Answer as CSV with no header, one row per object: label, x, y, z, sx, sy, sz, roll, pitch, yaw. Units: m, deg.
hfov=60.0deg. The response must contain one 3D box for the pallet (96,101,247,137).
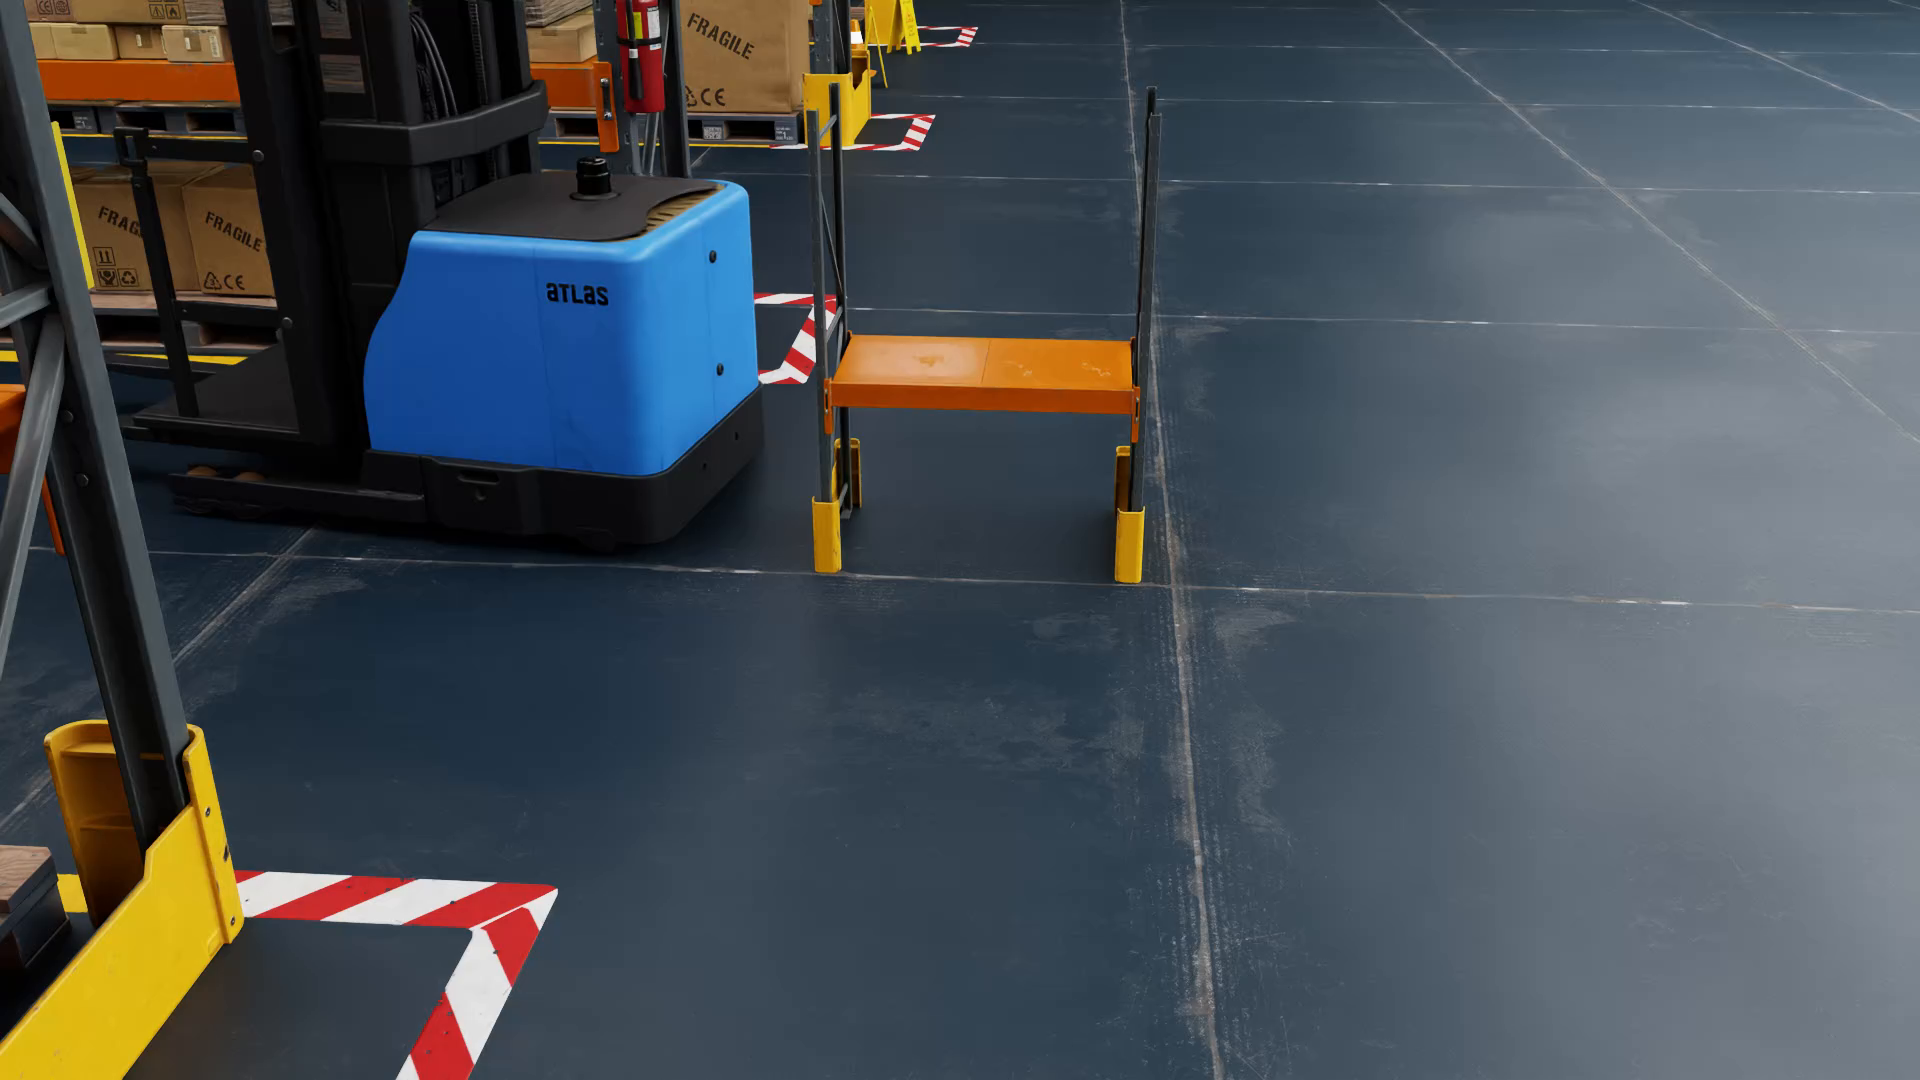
pallet,-5.685,-3.262,12.587,1.213,0.211,1.003,2,25,4

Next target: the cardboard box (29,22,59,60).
cardboard box,-3.951,-2.196,7.234,0.250,0.149,0.380,2,25,4

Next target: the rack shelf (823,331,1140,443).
rack shelf,0.085,-0.515,5.506,1.000,0.185,0.538,2,25,4

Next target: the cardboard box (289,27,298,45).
cardboard box,-2.699,-2.187,7.215,0.250,0.149,0.380,2,25,4

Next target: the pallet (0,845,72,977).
pallet,-2.670,0.976,3.376,1.213,0.211,1.003,2,25,4

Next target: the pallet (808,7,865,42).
pallet,-1.526,-5.250,16.908,1.213,0.211,1.003,2,25,4

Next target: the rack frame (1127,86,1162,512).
rack frame,0.592,-0.662,5.395,0.032,1.500,0.500,2,25,4

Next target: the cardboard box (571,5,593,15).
cardboard box,-1.668,-2.338,7.543,0.250,0.149,0.380,2,25,4

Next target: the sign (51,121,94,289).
sign,-1.735,-0.634,3.209,0.005,0.325,0.100,2,25,4

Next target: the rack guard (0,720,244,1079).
rack guard,-1.861,0.873,3.254,0.348,0.500,1.175,2,25,4

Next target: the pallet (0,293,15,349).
pallet,-4.718,-1.198,8.101,1.213,0.211,1.003,2,25,4

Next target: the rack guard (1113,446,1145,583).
rack guard,0.573,-0.095,5.658,0.087,0.250,0.587,2,25,4

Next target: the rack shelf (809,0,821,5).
rack shelf,-2.916,-4.145,12.030,4.000,0.370,1.077,2,25,4

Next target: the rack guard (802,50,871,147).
rack guard,-0.898,-3.271,12.261,0.348,0.500,1.175,2,25,4

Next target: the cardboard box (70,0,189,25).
cardboard box,-3.449,-2.574,7.280,0.500,0.500,0.875,2,25,4

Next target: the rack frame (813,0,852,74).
rack frame,-0.922,-4.408,11.741,0.127,3.000,1.000,2,25,4

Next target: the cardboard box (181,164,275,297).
cardboard box,-3.245,-1.459,7.820,0.500,0.500,0.500,4,25,9

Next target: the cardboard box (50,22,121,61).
cardboard box,-3.702,-2.183,7.206,0.250,0.149,0.380,2,25,4

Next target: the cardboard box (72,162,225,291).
cardboard box,-3.798,-1.495,7.899,0.500,0.500,0.500,0,25,-1

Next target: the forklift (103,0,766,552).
forklift,-2.320,-1.610,5.743,3.031,2.935,1.130,6,25,13

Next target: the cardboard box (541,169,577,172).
cardboard box,-2.023,-1.426,7.748,0.500,0.500,0.500,6,25,14

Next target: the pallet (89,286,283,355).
pallet,-3.498,-1.160,8.019,1.213,0.211,1.003,2,25,4

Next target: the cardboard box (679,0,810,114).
cardboard box,-1.603,-3.627,12.084,0.875,0.875,0.875,2,25,4

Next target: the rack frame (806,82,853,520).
rack frame,-0.422,-0.695,5.466,0.032,1.500,0.500,2,25,4

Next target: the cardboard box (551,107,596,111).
cardboard box,-2.480,-3.655,12.144,0.875,0.875,0.875,1,25,3

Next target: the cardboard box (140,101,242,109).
cardboard box,-5.536,-3.687,12.363,0.750,0.750,1.050,2,25,4

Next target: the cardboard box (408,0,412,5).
cardboard box,-2.456,-2.519,7.161,0.500,0.500,0.875,2,25,4

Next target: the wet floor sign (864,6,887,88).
wet floor sign,-0.741,-4.162,14.024,0.232,0.644,0.267,-2,25,-5

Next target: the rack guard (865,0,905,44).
rack guard,-0.719,-5.341,16.759,0.348,0.500,1.175,2,25,4

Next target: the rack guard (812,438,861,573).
rack guard,-0.421,-0.127,5.727,0.087,0.250,0.587,2,25,4

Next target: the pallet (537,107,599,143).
pallet,-2.938,-3.174,12.395,1.213,0.211,1.003,2,25,4

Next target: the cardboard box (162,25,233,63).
cardboard box,-3.206,-2.157,7.149,0.250,0.149,0.380,2,25,4

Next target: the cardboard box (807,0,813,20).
cardboard box,-1.494,-5.330,16.532,0.500,0.250,0.500,2,25,4

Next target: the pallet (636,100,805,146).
pallet,-1.725,-3.134,12.308,1.213,0.211,1.003,2,25,4

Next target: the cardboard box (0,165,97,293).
cardboard box,-4.423,-1.482,7.871,0.500,0.500,0.500,10,27,21

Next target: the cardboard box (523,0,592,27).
cardboard box,-1.948,-2.553,7.235,0.500,0.500,0.875,2,25,4

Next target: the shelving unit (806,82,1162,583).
shelving unit,0.076,-0.679,5.431,1.083,1.500,0.587,2,25,4

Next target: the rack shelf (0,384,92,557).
rack shelf,-3.775,-0.017,3.058,4.000,0.370,1.077,2,25,4

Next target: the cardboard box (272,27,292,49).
cardboard box,-2.950,-2.186,7.212,0.250,0.149,0.380,2,25,4

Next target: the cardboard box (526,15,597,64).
cardboard box,-1.702,-2.153,7.140,0.250,0.149,0.380,2,25,4

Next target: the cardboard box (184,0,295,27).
cardboard box,-2.951,-2.553,7.235,0.500,0.500,0.875,2,25,4

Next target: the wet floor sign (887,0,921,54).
wet floor sign,-0.536,-4.952,15.741,0.232,0.644,0.267,11,27,22

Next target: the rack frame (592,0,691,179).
rack frame,-1.402,-2.344,7.255,0.127,3.000,1.000,2,25,4

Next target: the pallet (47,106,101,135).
pallet,-6.905,-3.300,12.669,1.213,0.211,1.003,2,25,4

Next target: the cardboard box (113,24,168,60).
cardboard box,-3.450,-2.194,7.230,0.250,0.149,0.380,2,25,4

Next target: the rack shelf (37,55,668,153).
rack shelf,-3.396,-2.081,7.544,4.000,0.370,1.077,2,25,4

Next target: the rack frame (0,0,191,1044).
rack frame,-1.781,-0.279,2.769,0.127,3.000,1.000,2,25,4

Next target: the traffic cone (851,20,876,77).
traffic cone,-0.917,-4.324,14.594,0.334,0.463,0.336,2,25,4

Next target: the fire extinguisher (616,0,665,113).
fire extinguisher,-1.323,-2.113,6.846,0.183,0.674,0.296,2,25,4

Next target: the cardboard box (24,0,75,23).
cardboard box,-3.944,-2.607,7.353,0.500,0.500,0.875,2,25,4

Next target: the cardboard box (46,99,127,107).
cardboard box,-6.497,-3.719,12.433,0.750,0.750,1.050,2,25,4
